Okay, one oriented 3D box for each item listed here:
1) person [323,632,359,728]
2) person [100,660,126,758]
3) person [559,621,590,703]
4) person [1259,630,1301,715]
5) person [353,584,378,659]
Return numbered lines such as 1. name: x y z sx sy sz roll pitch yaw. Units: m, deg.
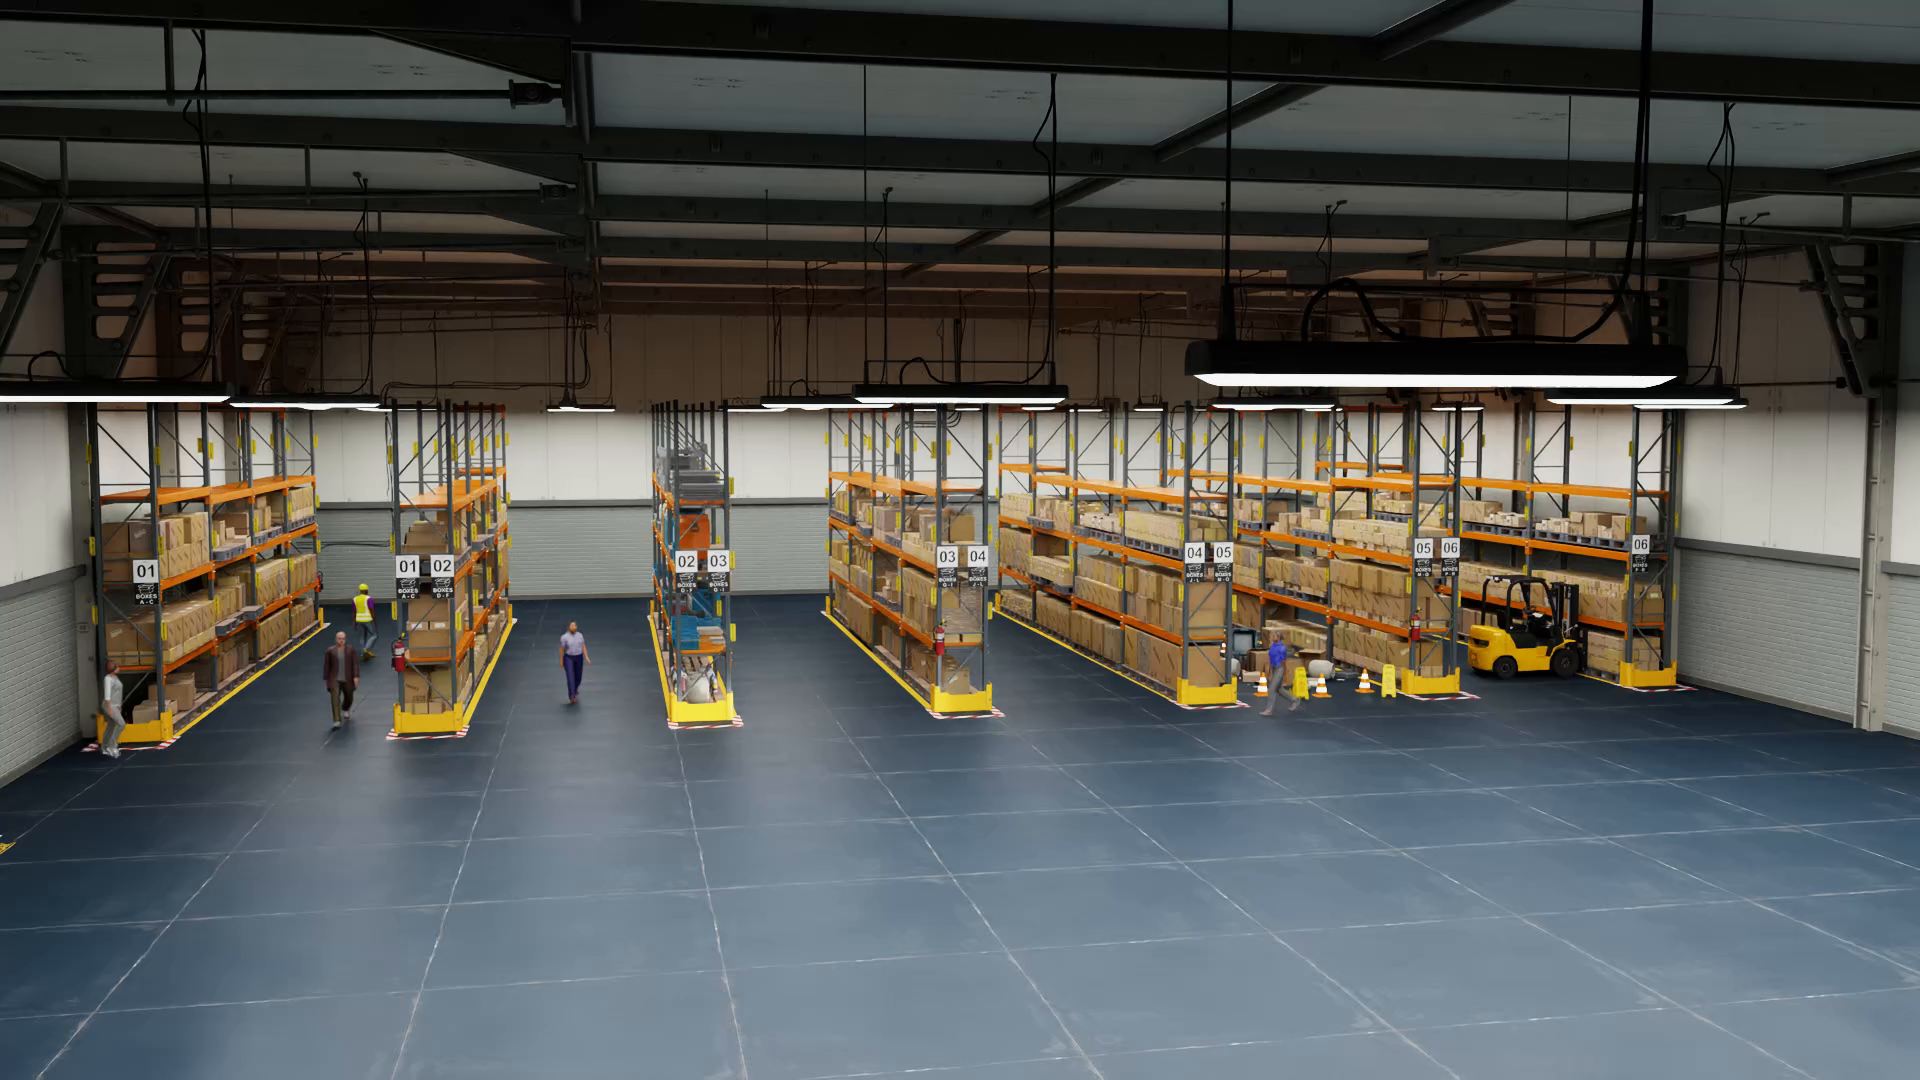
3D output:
1. person: -11.430 2.546 30.707 0.607 1.720 1.124 -2 5 -29
2. person: -14.205 2.826 27.869 0.445 1.623 0.451 -1 4 -14
3. person: -7.723 2.399 33.239 0.569 1.594 0.993 -2 5 -27
4. person: 6.107 2.521 31.710 0.923 1.598 0.469 -1 4 -17
5. person: -13.941 1.913 38.915 0.609 1.766 0.489 1 5 17
